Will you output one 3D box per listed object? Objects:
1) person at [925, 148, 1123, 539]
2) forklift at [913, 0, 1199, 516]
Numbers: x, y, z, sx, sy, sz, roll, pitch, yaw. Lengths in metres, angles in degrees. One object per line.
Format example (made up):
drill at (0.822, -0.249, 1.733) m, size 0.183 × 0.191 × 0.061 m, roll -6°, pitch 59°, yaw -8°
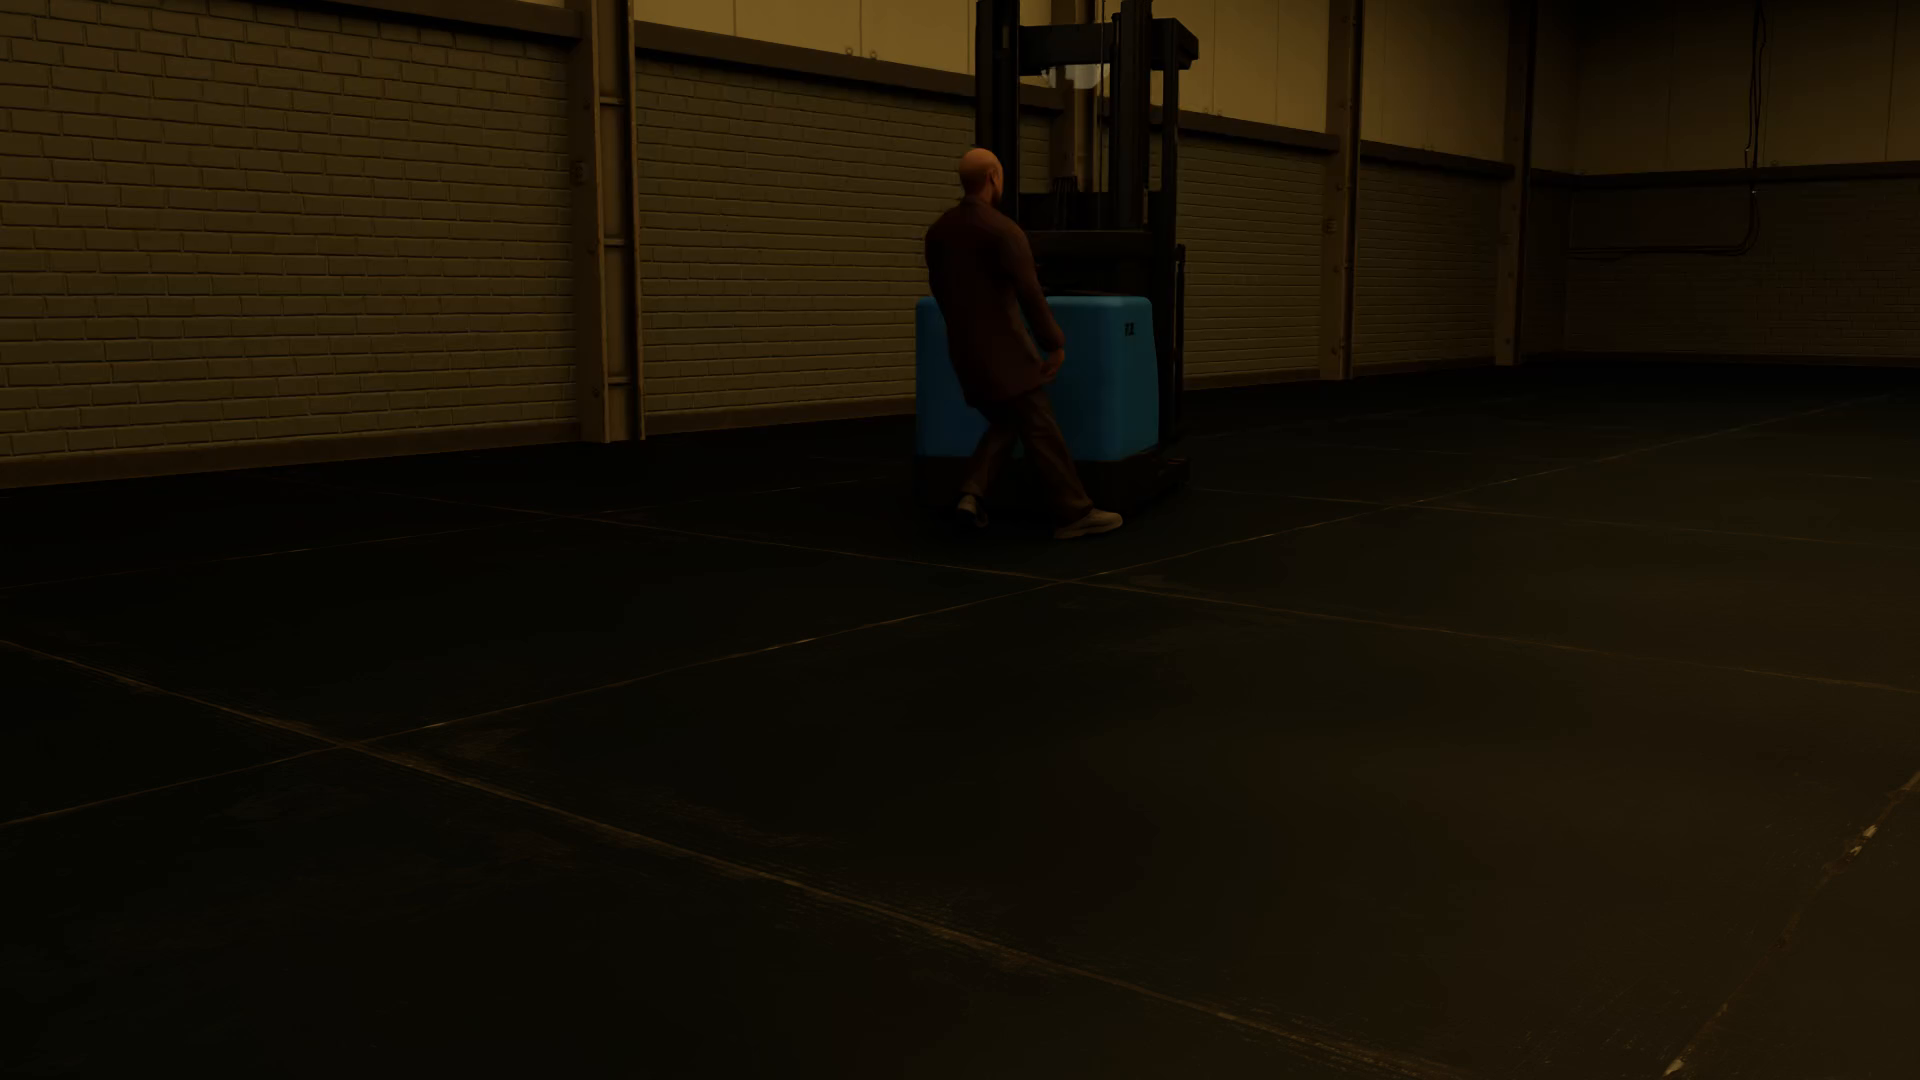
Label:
person at (0.270, -0.886, 7.545) m, size 0.757 × 1.723 × 0.763 m, roll -5°, pitch 10°, yaw -32°
forklift at (0.687, -1.738, 9.159) m, size 1.130 × 2.935 × 3.031 m, roll 3°, pitch 9°, yaw 17°
